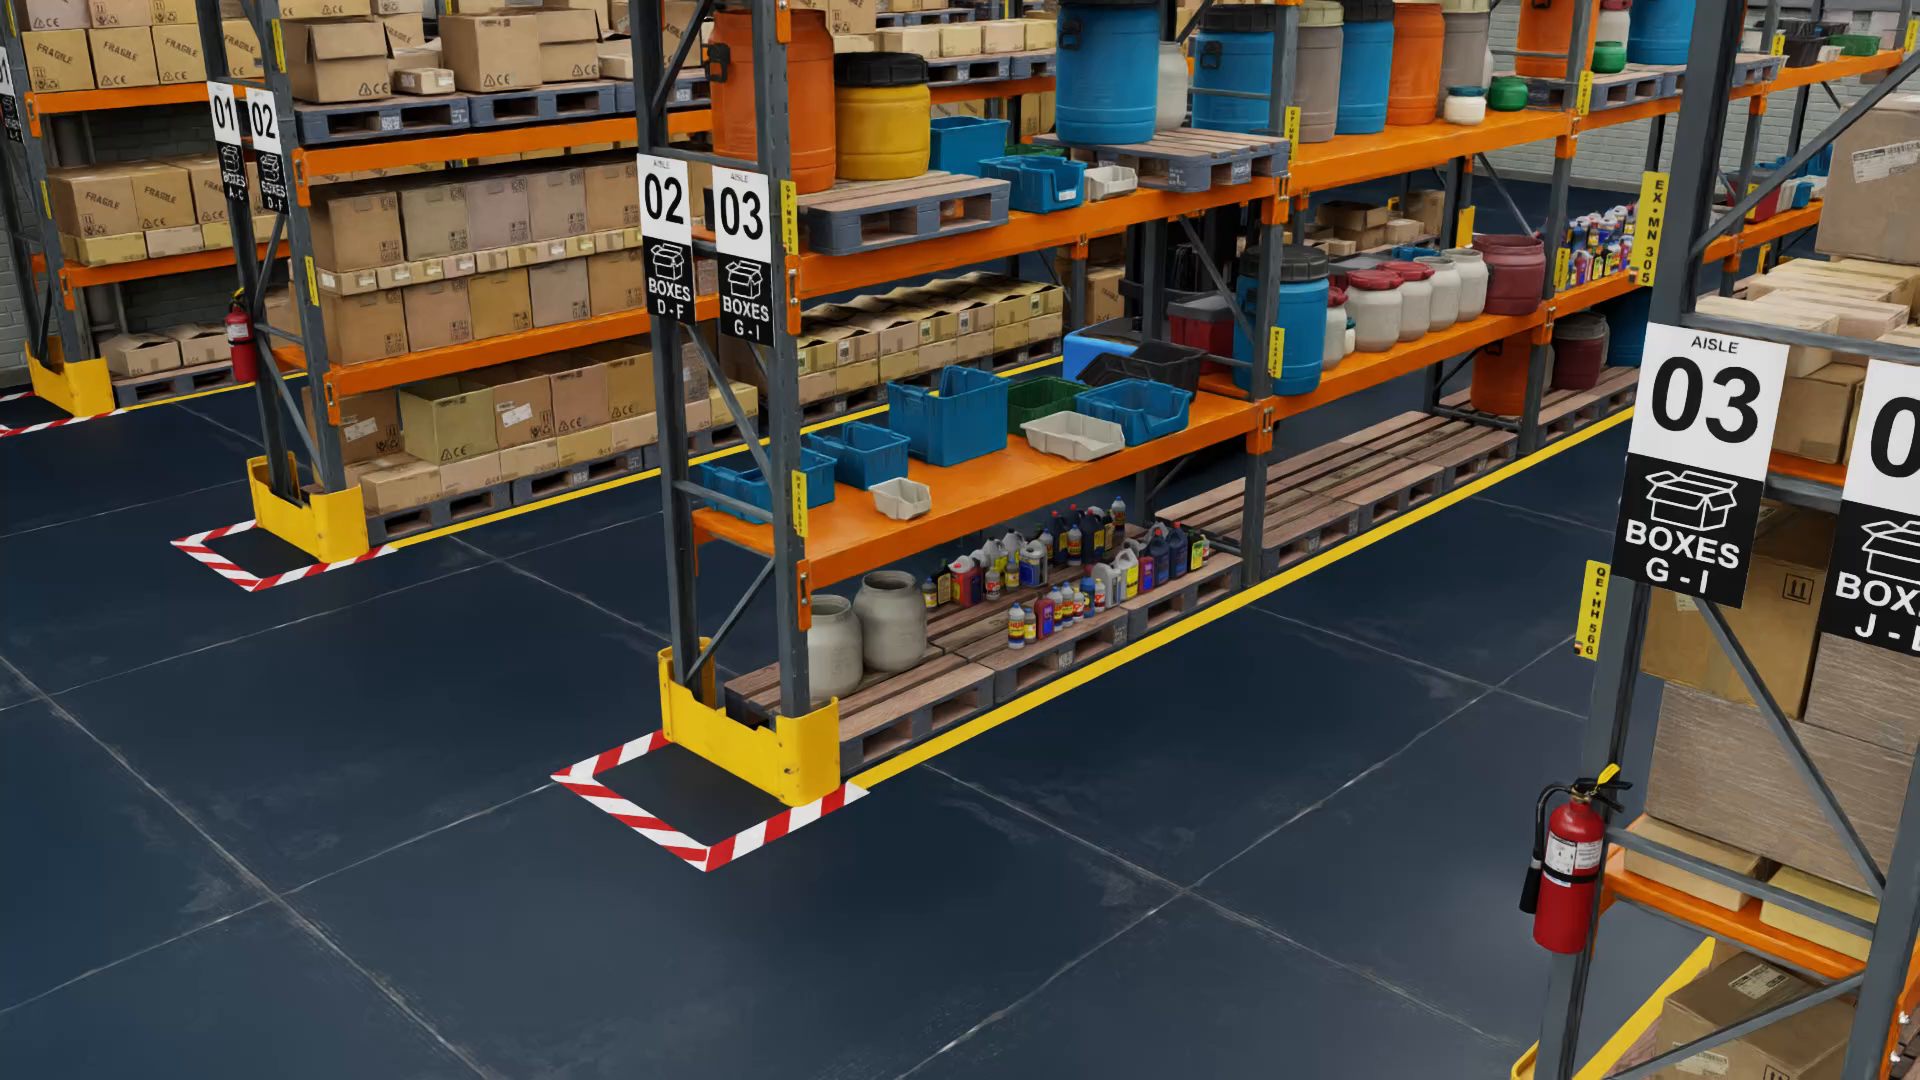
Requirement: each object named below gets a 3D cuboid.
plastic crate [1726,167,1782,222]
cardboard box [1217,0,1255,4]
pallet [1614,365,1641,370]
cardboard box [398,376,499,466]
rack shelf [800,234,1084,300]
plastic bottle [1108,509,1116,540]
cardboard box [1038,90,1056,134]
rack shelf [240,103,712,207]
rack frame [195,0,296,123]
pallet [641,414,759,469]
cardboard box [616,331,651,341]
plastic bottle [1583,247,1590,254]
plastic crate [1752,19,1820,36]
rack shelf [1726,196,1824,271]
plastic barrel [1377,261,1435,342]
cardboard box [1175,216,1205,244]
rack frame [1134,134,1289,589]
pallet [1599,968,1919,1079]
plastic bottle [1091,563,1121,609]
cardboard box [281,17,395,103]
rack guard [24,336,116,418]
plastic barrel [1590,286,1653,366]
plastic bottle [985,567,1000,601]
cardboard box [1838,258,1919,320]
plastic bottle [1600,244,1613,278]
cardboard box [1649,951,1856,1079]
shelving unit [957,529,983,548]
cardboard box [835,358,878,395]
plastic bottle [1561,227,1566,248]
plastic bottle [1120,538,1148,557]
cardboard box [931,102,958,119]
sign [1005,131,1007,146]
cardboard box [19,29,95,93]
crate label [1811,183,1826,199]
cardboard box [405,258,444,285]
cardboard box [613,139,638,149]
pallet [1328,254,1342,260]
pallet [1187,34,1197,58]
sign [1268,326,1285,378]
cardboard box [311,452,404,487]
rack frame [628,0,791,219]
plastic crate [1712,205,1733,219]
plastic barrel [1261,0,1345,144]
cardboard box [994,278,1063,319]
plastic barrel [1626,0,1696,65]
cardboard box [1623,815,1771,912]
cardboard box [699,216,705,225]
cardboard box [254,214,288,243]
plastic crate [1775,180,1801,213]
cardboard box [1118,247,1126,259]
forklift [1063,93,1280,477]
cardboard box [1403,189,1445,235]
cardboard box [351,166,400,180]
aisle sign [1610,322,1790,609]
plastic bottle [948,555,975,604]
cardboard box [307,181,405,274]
[{"bbox_3d":[8.017,-3.491,16.803,0.402,0.464,0.583,19,28,41],"label":"plastic crate"},{"bbox_3d":[2.814,-5.908,18.220,0.600,0.600,0.600,19,28,40],"label":"cardboard box"},{"bbox_3d":[6.646,-1.777,16.403,1.003,0.211,1.213,19,28,41],"label":"pallet"},{"bbox_3d":[-3.822,-0.896,12.427,0.500,0.500,0.500,19,28,41],"label":"cardboard box"},{"bbox_3d":[-0.518,-2.629,15.736,1.077,0.370,4.000,19,28,41],"label":"rack shelf"},{"bbox_3d":[1.026,-0.111,11.469,0.097,0.201,0.097,0,21,0],"label":"plastic bottle"},{"bbox_3d":[1.019,-6.208,23.626,0.980,0.700,0.700,18,28,39],"label":"cardboard box"},{"bbox_3d":[-3.308,-3.001,12.523,1.077,0.370,4.000,19,28,41],"label":"rack shelf"},{"bbox_3d":[-4.703,-4.223,10.518,1.000,3.000,0.127,19,28,41],"label":"rack frame"},{"bbox_3d":[-2.498,-0.955,14.265,1.003,0.211,1.213,19,28,41],"label":"pallet"},{"bbox_3d":[-2.804,-1.542,14.107,0.500,0.500,0.500,19,28,41],"label":"cardboard box"},{"bbox_3d":[5.337,-2.365,14.227,0.097,0.271,0.097,0,21,0],"label":"plastic bottle"},{"bbox_3d":[8.742,-5.342,17.697,0.504,0.338,0.767,19,28,41],"label":"plastic crate"},{"bbox_3d":[8.609,-3.445,17.858,1.077,0.370,4.000,19,28,41],"label":"rack shelf"},{"bbox_3d":[3.272,-1.764,12.294,0.433,0.535,0.433,0,21,0],"label":"plastic barrel"},{"bbox_3d":[2.458,-3.575,19.021,0.500,0.250,0.500,19,28,41],"label":"cardboard box"},{"bbox_3d":[1.633,-1.210,11.041,1.000,3.000,0.127,19,28,41],"label":"rack frame"},{"bbox_3d":[3.037,2.140,6.213,1.003,0.211,1.213,19,28,41],"label":"pallet"},{"bbox_3d":[0.915,0.267,10.382,0.135,0.276,0.152,-20,28,-41],"label":"plastic bottle"},{"bbox_3d":[-4.299,-3.279,11.319,0.637,0.503,0.797,-18,27,-38],"label":"cardboard box"},{"bbox_3d":[-8.202,-1.514,15.317,1.175,0.500,0.348,19,28,41],"label":"rack guard"},{"bbox_3d":[6.329,-2.165,15.867,0.600,0.901,0.708,19,28,41],"label":"plastic barrel"},{"bbox_3d":[0.205,0.270,10.478,0.097,0.201,0.097,0,21,0],"label":"plastic bottle"},{"bbox_3d":[3.160,-0.846,5.567,0.380,0.149,0.250,20,28,41],"label":"cardboard box"},{"bbox_3d":[5.567,-2.415,14.340,0.061,0.283,0.133,19,28,41],"label":"plastic bottle"},{"bbox_3d":[2.839,1.872,5.921,0.500,0.500,0.500,-14,25,-32],"label":"cardboard box"},{"bbox_3d":[0.006,-0.422,11.919,0.258,0.900,0.210,19,28,41],"label":"shelving unit"},{"bbox_3d":[-1.096,-1.536,15.137,0.500,0.250,0.500,-19,28,-41],"label":"cardboard box"},{"bbox_3d":[5.430,-2.700,15.080,0.061,0.283,0.133,19,28,41],"label":"plastic bottle"},{"bbox_3d":[1.133,0.113,10.784,0.152,0.276,0.135,19,28,41],"label":"plastic bottle"},{"bbox_3d":[-0.374,-5.625,21.947,0.500,0.500,0.500,20,28,41],"label":"cardboard box"},{"bbox_3d":[0.482,-4.116,17.098,0.100,0.325,0.005,19,28,41],"label":"sign"},{"bbox_3d":[-7.843,-4.141,14.319,0.500,0.500,0.500,-19,28,-41],"label":"cardboard box"},{"bbox_3d":[9.176,-3.796,18.054,0.396,0.136,0.243,19,28,41],"label":"crate label"},{"bbox_3d":[-3.918,-1.951,11.926,0.380,0.149,0.250,19,28,41],"label":"cardboard box"},{"bbox_3d":[-3.848,-4.521,18.902,0.700,0.500,0.500,19,28,41],"label":"cardboard box"},{"bbox_3d":[4.148,-3.382,20.579,1.003,0.211,1.213,19,28,41],"label":"pallet"},{"bbox_3d":[2.441,-5.402,18.029,1.213,0.211,1.003,19,28,41],"label":"pallet"},{"bbox_3d":[2.020,-1.199,10.626,0.100,0.325,0.005,19,28,41],"label":"sign"},{"bbox_3d":[-4.541,-0.547,12.563,0.500,0.250,0.500,19,28,41],"label":"cardboard box"},{"bbox_3d":[-1.157,-2.982,7.290,1.000,3.000,0.127,19,28,41],"label":"rack frame"},{"bbox_3d":[7.641,-3.255,16.646,0.396,0.136,0.243,19,28,41],"label":"plastic crate"},{"bbox_3d":[2.289,-3.197,11.332,0.600,0.901,0.600,0,21,0],"label":"plastic barrel"},{"bbox_3d":[0.689,-2.457,16.751,0.500,0.311,0.500,-19,28,-41],"label":"cardboard box"},{"bbox_3d":[6.133,-4.619,14.447,0.600,0.901,0.708,19,28,41],"label":"plastic barrel"},{"bbox_3d":[2.443,1.050,5.511,0.380,0.149,0.250,19,28,41],"label":"cardboard box"},{"bbox_3d":[-2.123,-2.613,13.650,0.380,0.149,0.250,19,28,40],"label":"cardboard box"},{"bbox_3d":[-6.621,-3.042,15.990,0.500,0.250,0.500,20,28,41],"label":"cardboard box"},{"bbox_3d":[8.412,-3.585,17.303,0.437,0.282,0.530,19,28,41],"label":"plastic crate"},{"bbox_3d":[1.723,-2.949,18.438,0.500,0.500,0.500,18,27,39],"label":"cardboard box"},{"bbox_3d":[2.130,-2.330,14.051,1.130,2.935,3.031,16,26,35],"label":"forklift"},{"bbox_3d":[6.255,-4.372,22.140,0.500,0.500,0.500,19,28,41],"label":"cardboard box"},{"bbox_3d":[-5.917,-3.650,16.526,0.500,0.500,0.500,19,28,40],"label":"cardboard box"},{"bbox_3d":[2.134,-0.215,4.829,0.394,0.787,0.004,19,28,41],"label":"aisle sign"},{"bbox_3d":[0.006,0.245,10.440,0.152,0.276,0.135,20,28,41],"label":"plastic bottle"},{"bbox_3d":[-4.332,-2.205,11.683,0.700,0.500,0.500,19,28,41],"label":"cardboard box"}]
